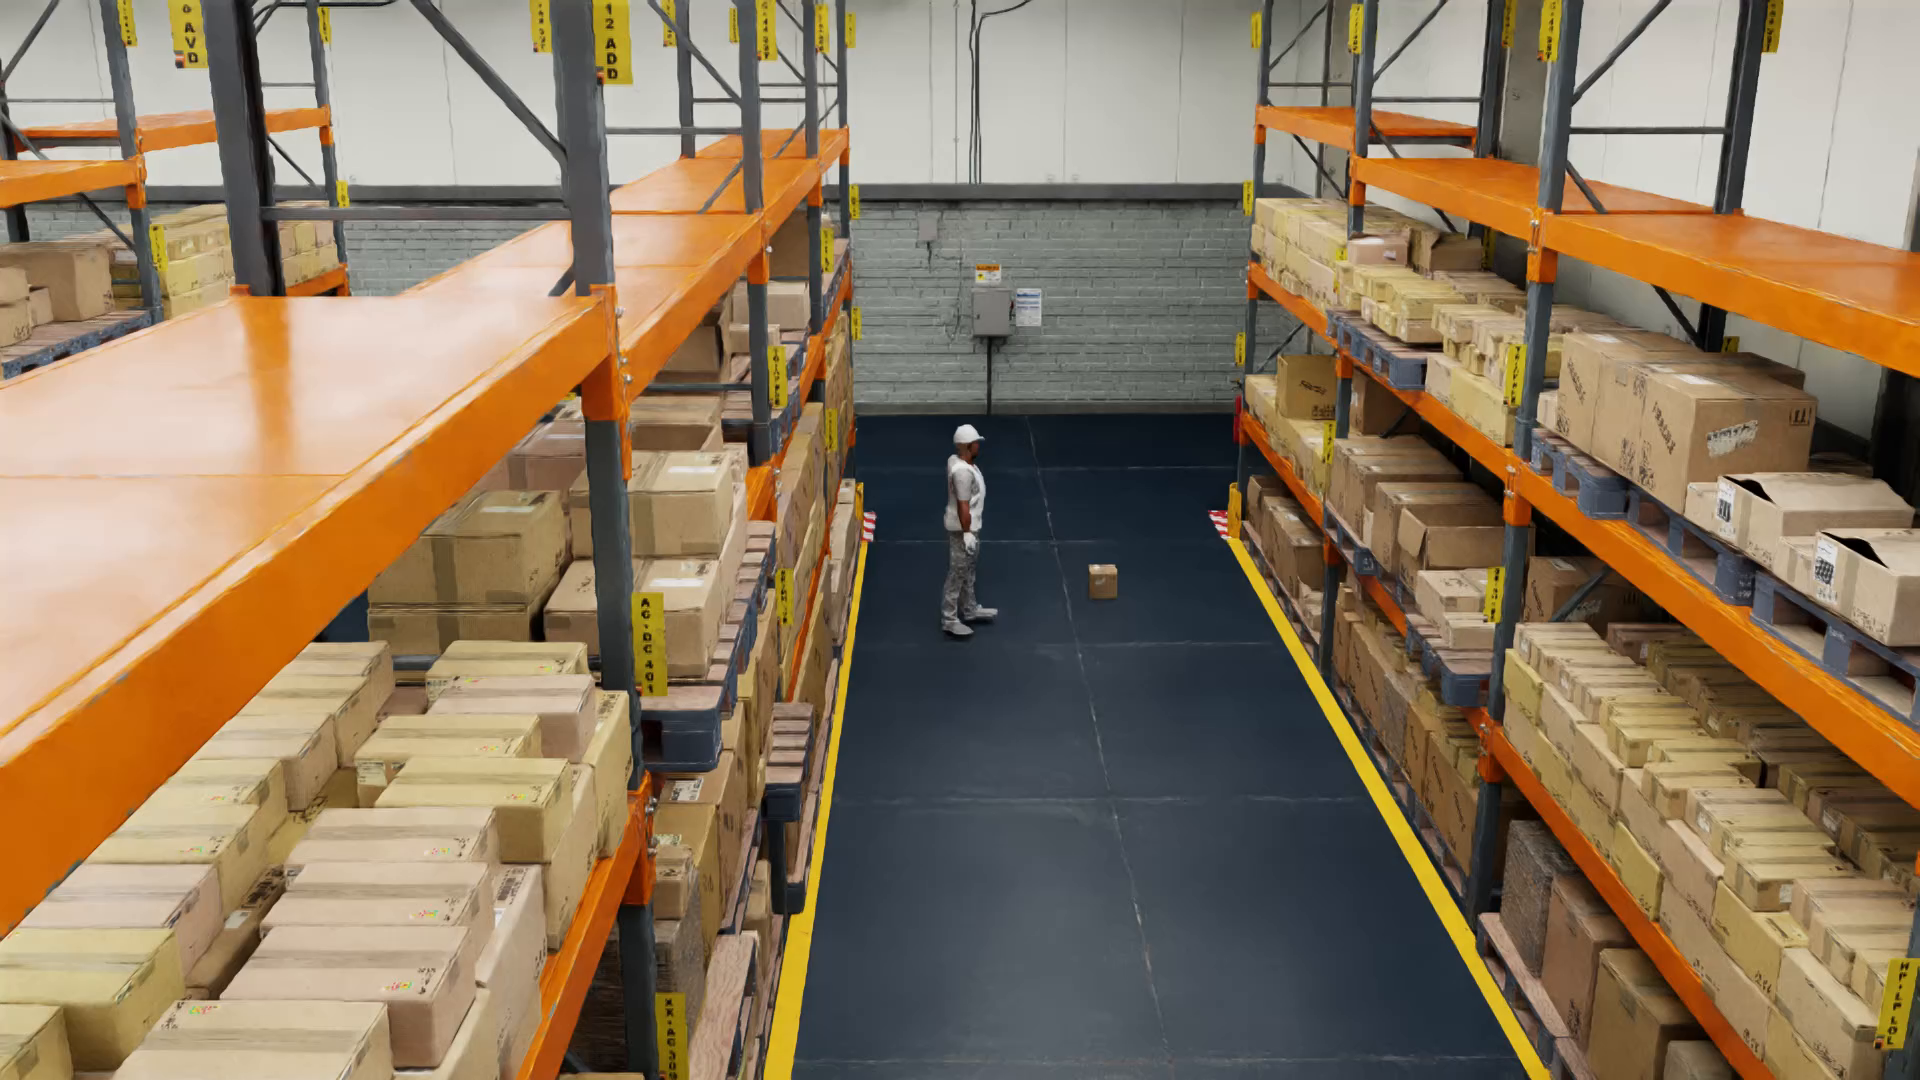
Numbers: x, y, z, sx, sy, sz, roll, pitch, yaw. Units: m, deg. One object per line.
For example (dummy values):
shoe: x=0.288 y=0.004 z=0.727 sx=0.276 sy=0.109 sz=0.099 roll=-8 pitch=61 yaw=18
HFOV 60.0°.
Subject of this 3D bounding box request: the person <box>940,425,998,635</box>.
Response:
person: x=0.083 y=-0.116 z=14.302 sx=0.514 sy=1.784 sz=0.646 roll=0 pitch=17 yaw=-1
